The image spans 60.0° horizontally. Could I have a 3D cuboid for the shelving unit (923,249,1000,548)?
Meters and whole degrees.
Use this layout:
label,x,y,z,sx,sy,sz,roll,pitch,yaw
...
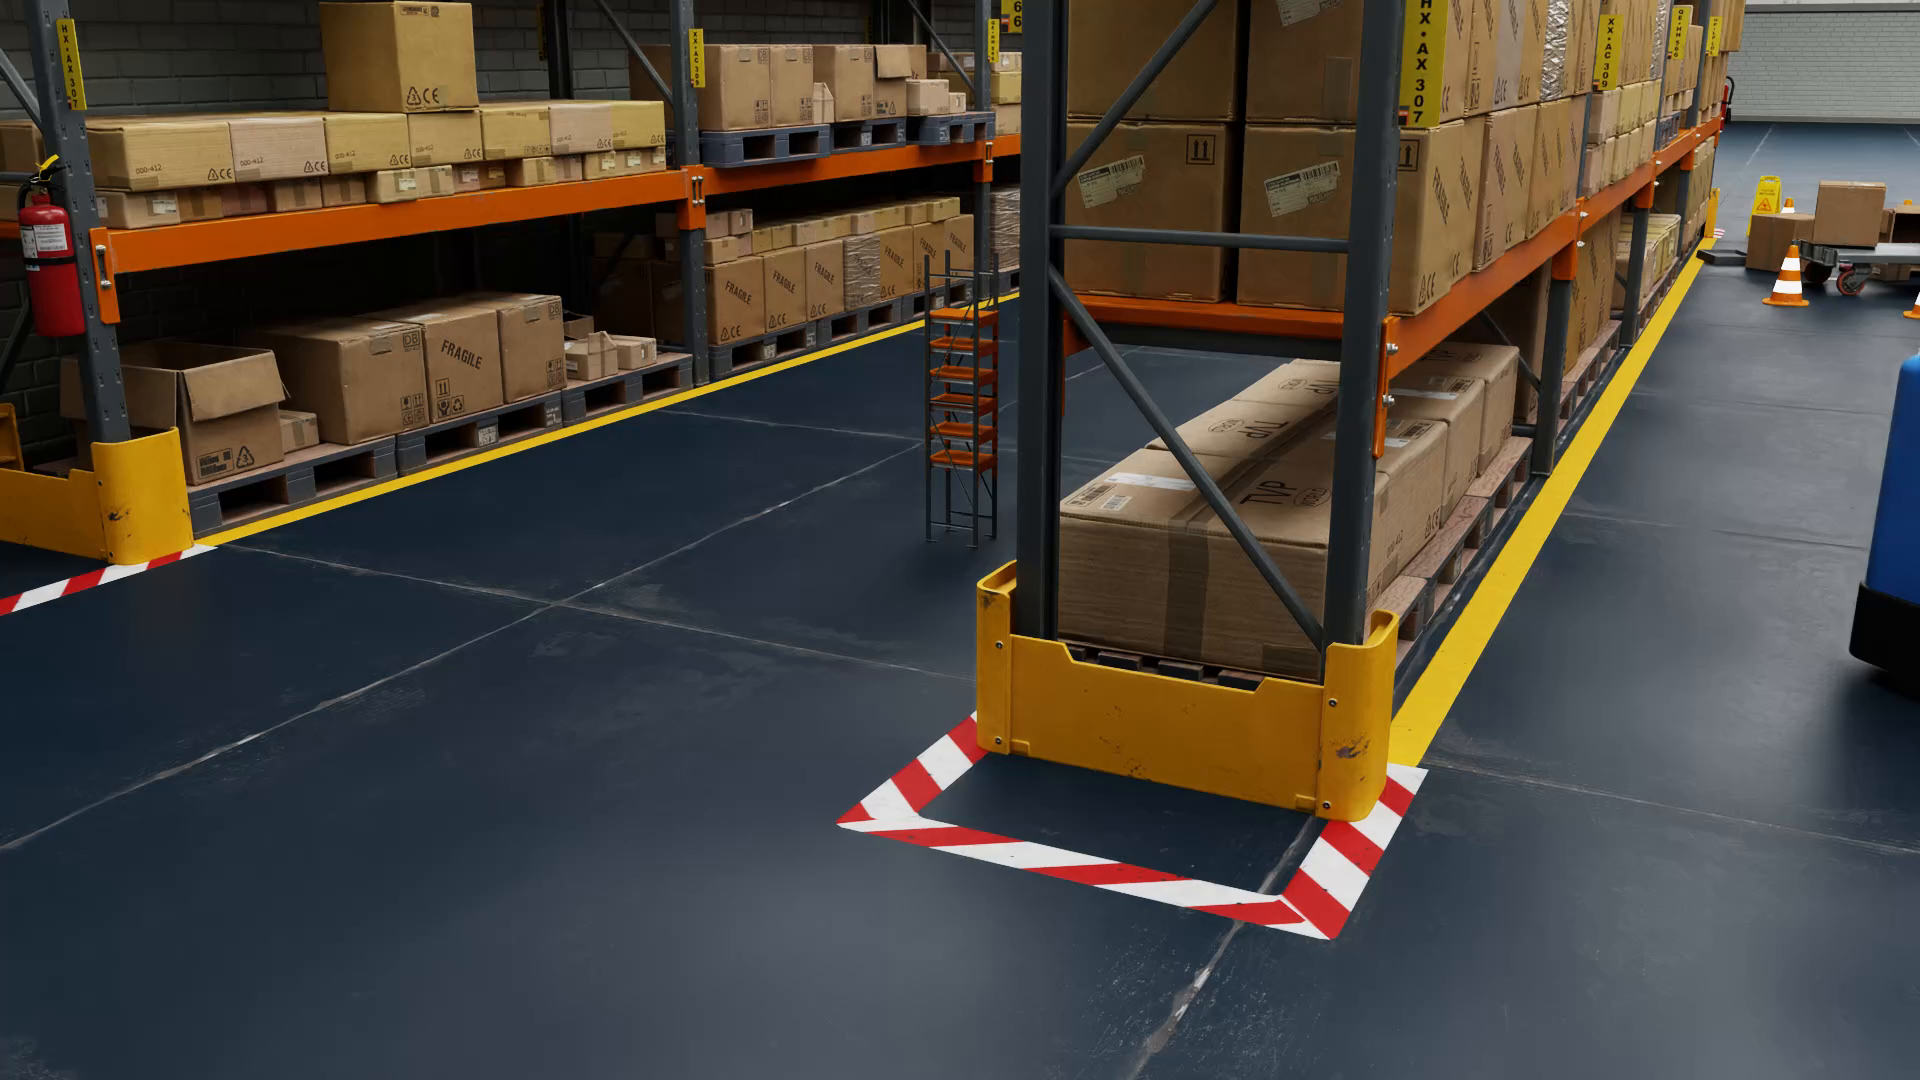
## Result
label,x,y,z,sx,sy,sz,roll,pitch,yaw
shelving unit,0.006,-0.579,6.866,0.258,1.200,0.189,8,18,25

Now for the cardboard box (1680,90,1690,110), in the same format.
label,x,y,z,sx,sy,sz,roll,pitch,yaw
cardboard box,5.690,-3.568,13.471,0.380,0.149,0.250,8,18,26

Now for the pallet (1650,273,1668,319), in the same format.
label,x,y,z,sx,sy,sz,roll,pitch,yaw
pallet,5.109,-2.006,13.408,1.003,0.211,1.213,8,18,25

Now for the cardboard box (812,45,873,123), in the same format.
label,x,y,z,sx,sy,sz,roll,pitch,yaw
cardboard box,-1.019,-3.122,11.354,0.700,0.500,0.500,8,18,25

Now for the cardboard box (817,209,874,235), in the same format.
label,x,y,z,sx,sy,sz,roll,pitch,yaw
cardboard box,-0.841,-2.287,11.969,0.380,0.149,0.250,7,18,23

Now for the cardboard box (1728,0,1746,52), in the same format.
label,x,y,z,sx,sy,sz,roll,pitch,yaw
cardboard box,7.386,-5.113,16.517,0.700,0.500,0.500,8,18,25

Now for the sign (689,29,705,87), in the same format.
label,x,y,z,sx,sy,sz,roll,pitch,yaw
sign,-1.528,-2.794,9.643,0.100,0.325,0.005,8,18,25

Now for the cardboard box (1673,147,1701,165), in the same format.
label,x,y,z,sx,sy,sz,roll,pitch,yaw
cardboard box,6.615,-3.547,15.334,0.380,0.149,0.250,8,18,26

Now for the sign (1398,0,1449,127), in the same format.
label,x,y,z,sx,sy,sz,roll,pitch,yaw
sign,1.132,-1.178,4.061,0.100,0.325,0.005,8,18,25

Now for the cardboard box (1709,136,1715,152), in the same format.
label,x,y,z,sx,sy,sz,roll,pitch,yaw
cardboard box,7.559,-4.087,17.150,0.380,0.149,0.250,9,19,27

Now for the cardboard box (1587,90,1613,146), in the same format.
label,x,y,z,sx,sy,sz,roll,pitch,yaw
cardboard box,2.874,-2.060,8.076,0.500,0.250,0.500,8,18,24

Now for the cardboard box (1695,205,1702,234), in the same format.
label,x,y,z,sx,sy,sz,roll,pitch,yaw
cardboard box,7.199,-3.250,16.791,0.500,0.250,0.500,7,18,23

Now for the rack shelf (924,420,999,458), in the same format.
label,x,y,z,sx,sy,sz,roll,pitch,yaw
rack shelf,0.006,-0.421,6.913,0.258,0.103,0.180,8,18,25

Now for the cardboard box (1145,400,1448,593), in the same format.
label,x,y,z,sx,sy,sz,roll,pitch,yaw
cardboard box,1.245,-0.185,6.141,0.875,0.438,0.875,9,19,27

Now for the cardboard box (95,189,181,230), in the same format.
label,x,y,z,sx,sy,sz,roll,pitch,yaw
cardboard box,-3.412,-1.356,6.762,0.380,0.149,0.250,8,18,25

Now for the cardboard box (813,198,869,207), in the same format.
label,x,y,z,sx,sy,sz,roll,pitch,yaw
cardboard box,-0.924,-2.548,12.848,0.380,0.149,0.250,8,18,26

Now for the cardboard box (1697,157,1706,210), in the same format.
label,x,y,z,sx,sy,sz,roll,pitch,yaw
cardboard box,6.967,-3.482,16.253,0.500,0.500,0.500,9,19,28

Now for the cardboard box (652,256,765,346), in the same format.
label,x,y,z,sx,sy,sz,roll,pitch,yaw
cardboard box,-1.600,-1.544,10.606,0.500,0.500,0.500,9,19,28

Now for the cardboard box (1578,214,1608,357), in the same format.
label,x,y,z,sx,sy,sz,roll,pitch,yaw
cardboard box,3.427,-1.625,10.222,0.875,0.875,0.875,8,18,26

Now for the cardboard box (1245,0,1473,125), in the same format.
label,x,y,z,sx,sy,sz,roll,pitch,yaw
cardboard box,1.107,-1.410,4.572,0.500,0.500,0.500,8,18,24

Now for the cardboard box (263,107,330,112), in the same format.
label,x,y,z,sx,sy,sz,roll,pitch,yaw
cardboard box,-3.146,-2.039,8.361,0.500,0.250,0.500,8,18,25

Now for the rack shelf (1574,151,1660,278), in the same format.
label,x,y,z,sx,sy,sz,roll,pitch,yaw
rack shelf,3.319,-1.980,9.686,1.077,0.370,4.000,8,18,25

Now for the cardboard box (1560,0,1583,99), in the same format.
label,x,y,z,sx,sy,sz,roll,pitch,yaw
cardboard box,2.227,-2.059,6.758,0.500,0.500,0.500,8,18,25

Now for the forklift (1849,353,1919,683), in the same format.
label,x,y,z,sx,sy,sz,roll,pitch,yaw
forklift,4.514,-0.987,5.200,3.031,2.935,1.130,-6,18,-20

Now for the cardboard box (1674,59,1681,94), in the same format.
label,x,y,z,sx,sy,sz,roll,pitch,yaw
cardboard box,5.078,-3.581,12.378,0.500,0.500,0.500,8,19,26

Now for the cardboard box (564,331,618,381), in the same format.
label,x,y,z,sx,sy,sz,roll,pitch,yaw
cardboard box,-2.163,-1.067,9.412,0.396,0.266,0.258,9,19,27

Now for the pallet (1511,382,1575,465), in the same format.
label,x,y,z,sx,sy,sz,roll,pitch,yaw
pallet,2.702,-0.685,8.960,1.003,0.211,1.213,8,18,25

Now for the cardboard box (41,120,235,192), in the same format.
label,x,y,z,sx,sy,sz,roll,pitch,yaw
cardboard box,-3.361,-1.579,6.814,0.500,0.250,0.500,8,18,26

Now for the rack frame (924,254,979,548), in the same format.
label,x,y,z,sx,sy,sz,roll,pitch,yaw
rack frame,-0.034,-0.556,6.787,0.240,1.200,0.006,8,18,25

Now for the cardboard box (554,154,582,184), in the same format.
label,x,y,z,sx,sy,sz,roll,pitch,yaw
cardboard box,-2.267,-2.011,8.967,0.380,0.149,0.250,9,19,27

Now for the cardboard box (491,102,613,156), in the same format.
label,x,y,z,sx,sy,sz,roll,pitch,yaw
cardboard box,-2.237,-2.227,8.994,0.500,0.250,0.500,8,18,26

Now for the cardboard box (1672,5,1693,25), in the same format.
label,x,y,z,sx,sy,sz,roll,pitch,yaw
cardboard box,5.598,-4.160,13.186,0.380,0.149,0.250,7,18,23

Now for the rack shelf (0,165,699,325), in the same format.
label,x,y,z,sx,sy,sz,roll,pitch,yaw
rack shelf,-2.911,-1.592,8.379,1.077,0.370,4.000,8,18,25

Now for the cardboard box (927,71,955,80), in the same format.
label,x,y,z,sx,sy,sz,roll,pitch,yaw
cardboard box,-0.278,-3.783,13.877,0.500,0.250,0.500,9,19,27

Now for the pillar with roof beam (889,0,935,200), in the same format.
label,x,y,z,sx,sy,sz,roll,pitch,yaw
pillar with roof beam,3.398,-6.240,12.228,9.100,9.000,0.400,8,18,25

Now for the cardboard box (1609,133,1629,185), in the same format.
label,x,y,z,sx,sy,sz,roll,pitch,yaw
cardboard box,3.331,-2.083,9.032,0.500,0.250,0.500,8,18,25

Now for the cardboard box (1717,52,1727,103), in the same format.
label,x,y,z,sx,sy,sz,roll,pitch,yaw
cardboard box,7.563,-4.762,17.092,0.500,0.500,0.500,8,18,25

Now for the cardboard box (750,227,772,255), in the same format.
label,x,y,z,sx,sy,sz,roll,pitch,yaw
cardboard box,-1.460,-1.965,10.885,0.380,0.149,0.250,7,18,23

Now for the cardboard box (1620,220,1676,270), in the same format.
label,x,y,z,sx,sy,sz,roll,pitch,yaw
cardboard box,5.449,-2.477,13.975,0.950,0.372,0.625,9,19,29

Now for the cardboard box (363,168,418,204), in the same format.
label,x,y,z,sx,sy,sz,roll,pitch,yaw
cardboard box,-2.792,-1.678,7.845,0.380,0.149,0.250,8,18,24

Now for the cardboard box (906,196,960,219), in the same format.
label,x,y,z,sx,sy,sz,roll,pitch,yaw
cardboard box,-0.224,-2.621,13.094,0.380,0.149,0.250,7,18,23

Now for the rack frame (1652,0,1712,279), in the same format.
label,x,y,z,sx,sy,sz,roll,pitch,yaw
rack frame,6.000,-3.853,14.730,1.000,3.000,0.127,8,18,25

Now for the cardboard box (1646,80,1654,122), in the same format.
label,x,y,z,sx,sy,sz,roll,pitch,yaw
cardboard box,3.998,-2.715,10.284,0.500,0.250,0.500,8,18,24

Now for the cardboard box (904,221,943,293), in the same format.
label,x,y,z,sx,sy,sz,roll,pitch,yaw
cardboard box,-0.459,-2.207,12.839,0.500,0.500,0.500,8,18,25

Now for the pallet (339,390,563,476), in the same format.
label,x,y,z,sx,sy,sz,roll,pitch,yaw
pallet,-2.869,-0.623,8.750,1.003,0.211,1.213,8,18,25

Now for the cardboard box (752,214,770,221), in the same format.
label,x,y,z,sx,sy,sz,roll,pitch,yaw
cardboard box,-1.570,-2.226,11.763,0.380,0.149,0.250,8,18,26

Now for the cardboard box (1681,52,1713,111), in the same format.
label,x,y,z,sx,sy,sz,roll,pitch,yaw
cardboard box,6.446,-4.120,14.931,0.500,0.500,0.500,8,18,25

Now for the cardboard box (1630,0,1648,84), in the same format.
label,x,y,z,sx,sy,sz,roll,pitch,yaw
cardboard box,3.533,-2.811,9.290,0.500,0.500,0.500,8,18,24

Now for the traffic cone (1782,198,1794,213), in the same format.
label,x,y,z,sx,sy,sz,roll,pitch,yaw
traffic cone,8.749,-3.382,17.600,0.336,0.463,0.334,8,18,25

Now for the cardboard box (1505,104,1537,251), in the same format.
label,x,y,z,sx,sy,sz,roll,pitch,yaw
cardboard box,1.762,-1.320,6.024,0.500,0.500,0.500,9,19,27

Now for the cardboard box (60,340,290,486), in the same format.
label,x,y,z,sx,sy,sz,roll,pitch,yaw
cardboard box,-3.446,-0.576,7.341,0.797,0.503,0.637,7,18,23

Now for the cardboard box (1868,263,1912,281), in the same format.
label,x,y,z,sx,sy,sz,roll,pitch,yaw
cardboard box,8.284,-2.477,14.898,0.258,0.266,0.396,-4,17,-13

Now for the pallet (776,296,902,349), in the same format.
label,x,y,z,sx,sy,sz,roll,pitch,yaw
pallet,-1.144,-1.633,12.153,1.003,0.211,1.213,8,18,25

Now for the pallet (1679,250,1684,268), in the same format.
label,x,y,z,sx,sy,sz,roll,pitch,yaw
pallet,6.268,-2.692,15.718,1.003,0.211,1.213,8,18,25
